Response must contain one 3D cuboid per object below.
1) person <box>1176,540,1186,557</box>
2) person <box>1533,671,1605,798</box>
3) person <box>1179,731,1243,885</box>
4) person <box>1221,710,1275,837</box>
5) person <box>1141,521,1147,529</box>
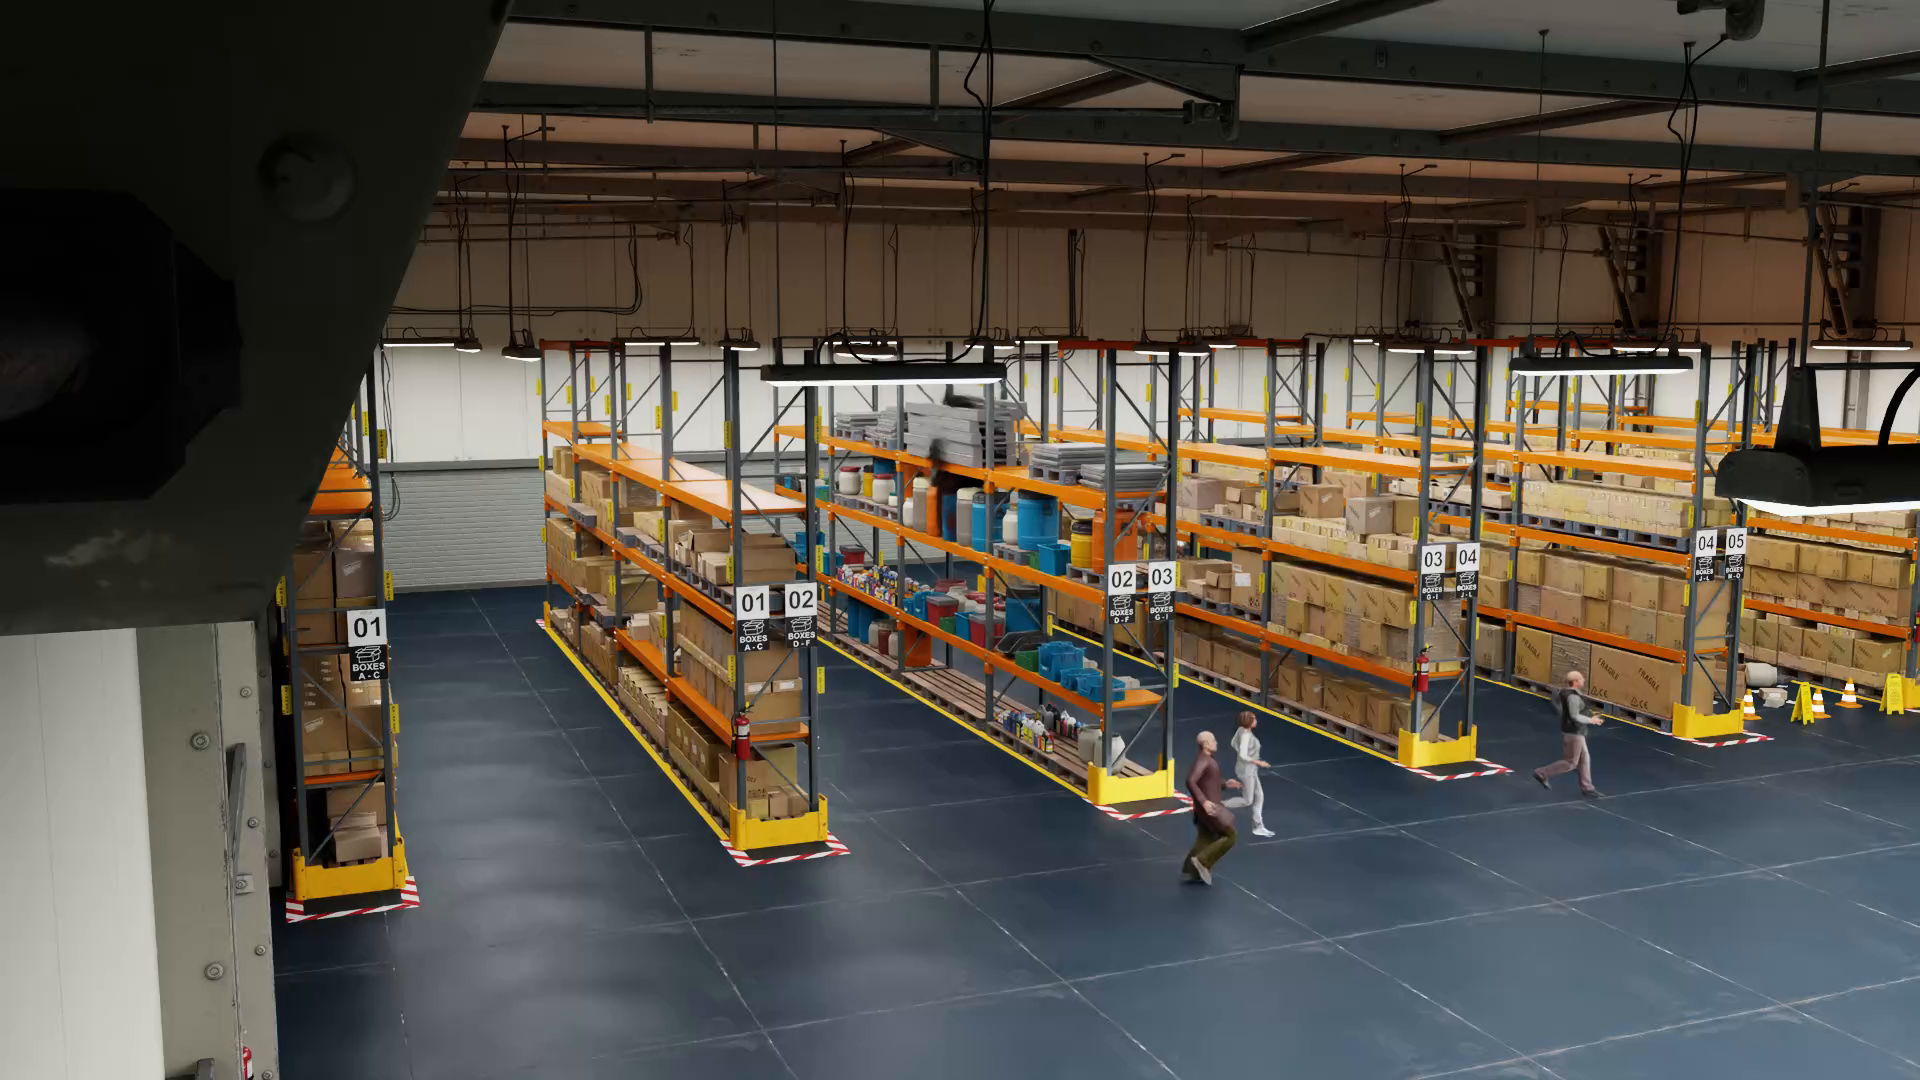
[{"bbox_3d":[4.589,0.846,34.908,0.661,1.690,0.769,-5,9,-31],"label":"person"},{"bbox_3d":[8.165,2.600,22.201,0.944,1.718,0.675,2,8,13],"label":"person"},{"bbox_3d":[2.844,3.019,18.781,0.695,1.741,0.693,0,7,1],"label":"person"},{"bbox_3d":[3.505,2.886,20.582,0.803,1.587,0.552,1,8,10],"label":"person"},{"bbox_3d":[4.293,0.383,39.088,0.692,1.777,0.935,-2,8,-12],"label":"person"}]
